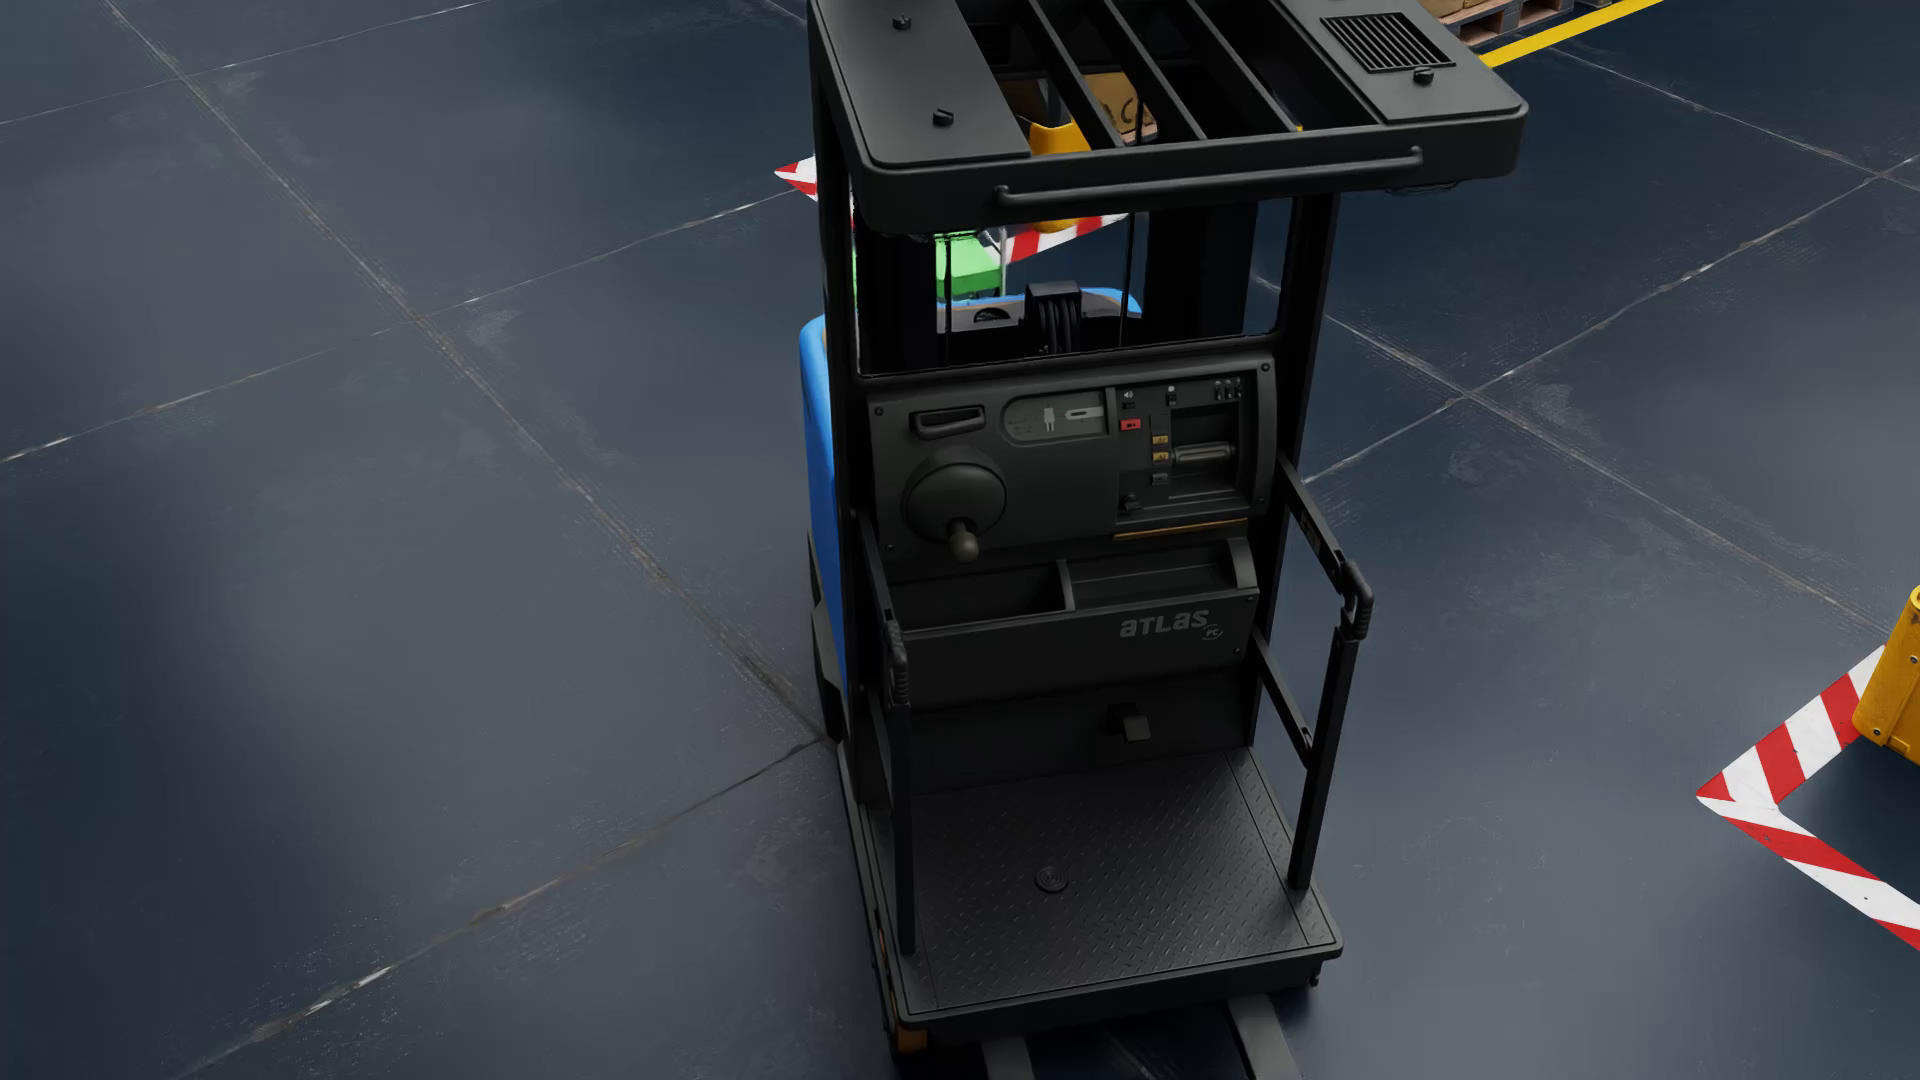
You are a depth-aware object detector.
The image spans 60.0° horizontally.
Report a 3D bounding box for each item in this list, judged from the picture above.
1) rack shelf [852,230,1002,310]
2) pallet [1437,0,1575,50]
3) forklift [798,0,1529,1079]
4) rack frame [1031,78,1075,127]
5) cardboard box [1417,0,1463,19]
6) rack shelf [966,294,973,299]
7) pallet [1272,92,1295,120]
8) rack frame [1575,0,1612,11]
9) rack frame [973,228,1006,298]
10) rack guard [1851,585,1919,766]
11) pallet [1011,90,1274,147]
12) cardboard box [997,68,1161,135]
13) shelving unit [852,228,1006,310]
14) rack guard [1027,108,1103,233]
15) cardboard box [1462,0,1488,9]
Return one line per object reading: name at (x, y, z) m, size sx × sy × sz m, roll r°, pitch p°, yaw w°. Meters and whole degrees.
rack shelf at (-0.139, -0.799, 5.122) m, size 0.480 × 0.148 × 0.258 m, roll -13°, pitch 41°, yaw -16°
pallet at (2.698, -3.094, 9.356) m, size 1.213 × 0.211 × 1.003 m, roll -26°, pitch 46°, yaw -28°
forklift at (0.304, -0.106, 3.569) m, size 1.130 × 2.935 × 3.031 m, roll -7°, pitch 40°, yaw -9°
rack frame at (0.177, -2.881, 6.897) m, size 0.127 × 3.000 × 1.000 m, roll -26°, pitch 46°, yaw -28°
cardboard box at (2.063, -3.205, 8.636) m, size 0.875 × 0.875 × 0.875 m, roll -26°, pitch 46°, yaw -28°
rack shelf at (-0.139, -0.614, 5.275) m, size 0.480 × 0.148 × 0.258 m, roll -13°, pitch 41°, yaw -16°
pallet at (1.730, -2.620, 8.778) m, size 1.213 × 0.211 × 1.003 m, roll -26°, pitch 46°, yaw -28°
rack frame at (3.349, -4.427, 8.782) m, size 0.127 × 3.000 × 1.000 m, roll -26°, pitch 46°, yaw -28°
rack frame at (0.090, -0.531, 5.452) m, size 0.015 × 1.200 × 0.240 m, roll -13°, pitch 41°, yaw -16°
rack guard at (3.184, 0.592, 4.634) m, size 0.348 × 0.500 × 1.175 m, roll -26°, pitch 46°, yaw -28°
pallet at (0.764, -2.151, 8.206) m, size 1.213 × 0.211 × 1.003 m, roll -26°, pitch 46°, yaw -28°
cardboard box at (0.636, -2.510, 7.788) m, size 0.875 × 0.875 × 0.875 m, roll -26°, pitch 46°, yaw -28°
shelving unit at (-0.139, -0.478, 5.386) m, size 0.503 × 1.200 × 0.258 m, roll -13°, pitch 41°, yaw -16°
rack guard at (0.158, -1.905, 7.679) m, size 0.348 × 0.500 × 1.175 m, roll -26°, pitch 46°, yaw -28°
cardboard box at (2.777, -3.553, 9.060) m, size 0.875 × 0.875 × 0.875 m, roll -26°, pitch 46°, yaw -28°
